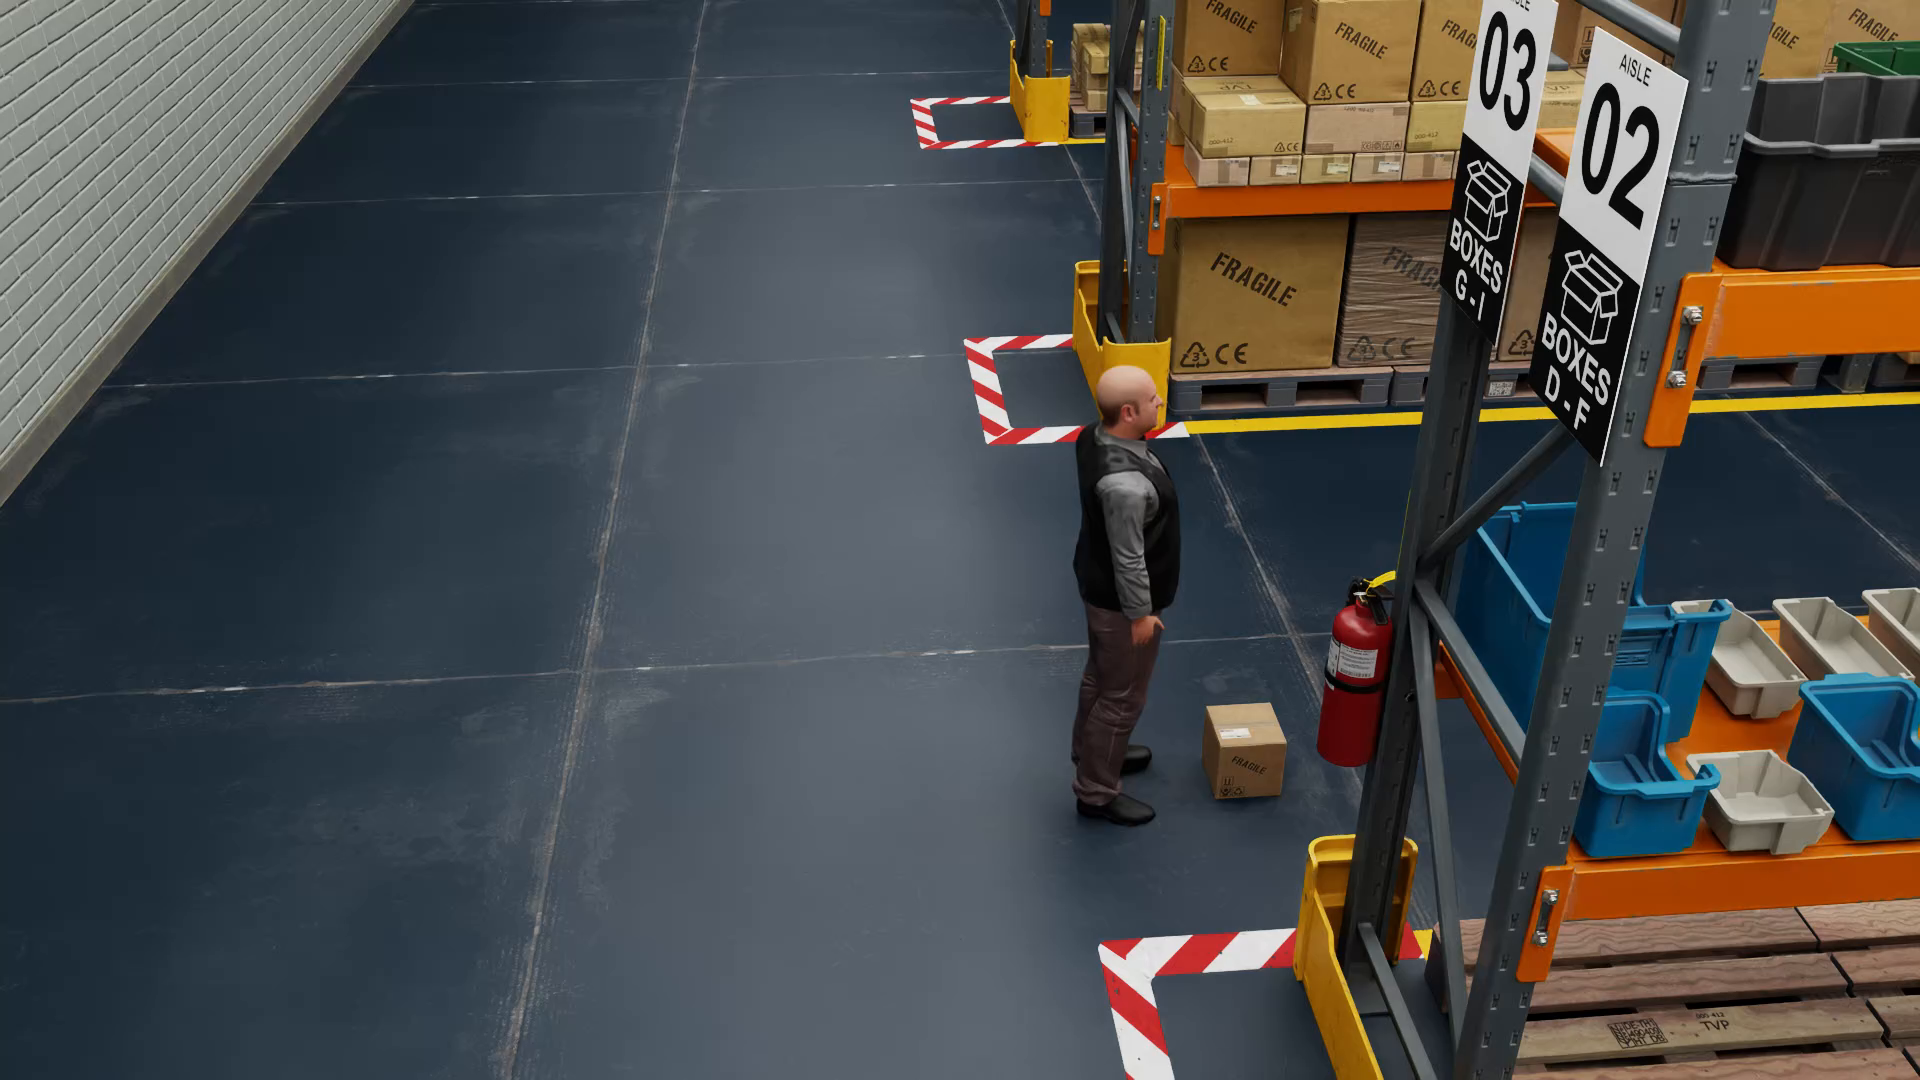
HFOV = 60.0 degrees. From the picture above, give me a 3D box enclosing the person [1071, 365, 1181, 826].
[{"bbox_3d":[0.578,0.189,5.860,0.361,1.745,0.539,-3,31,-4],"label":"person"}]
